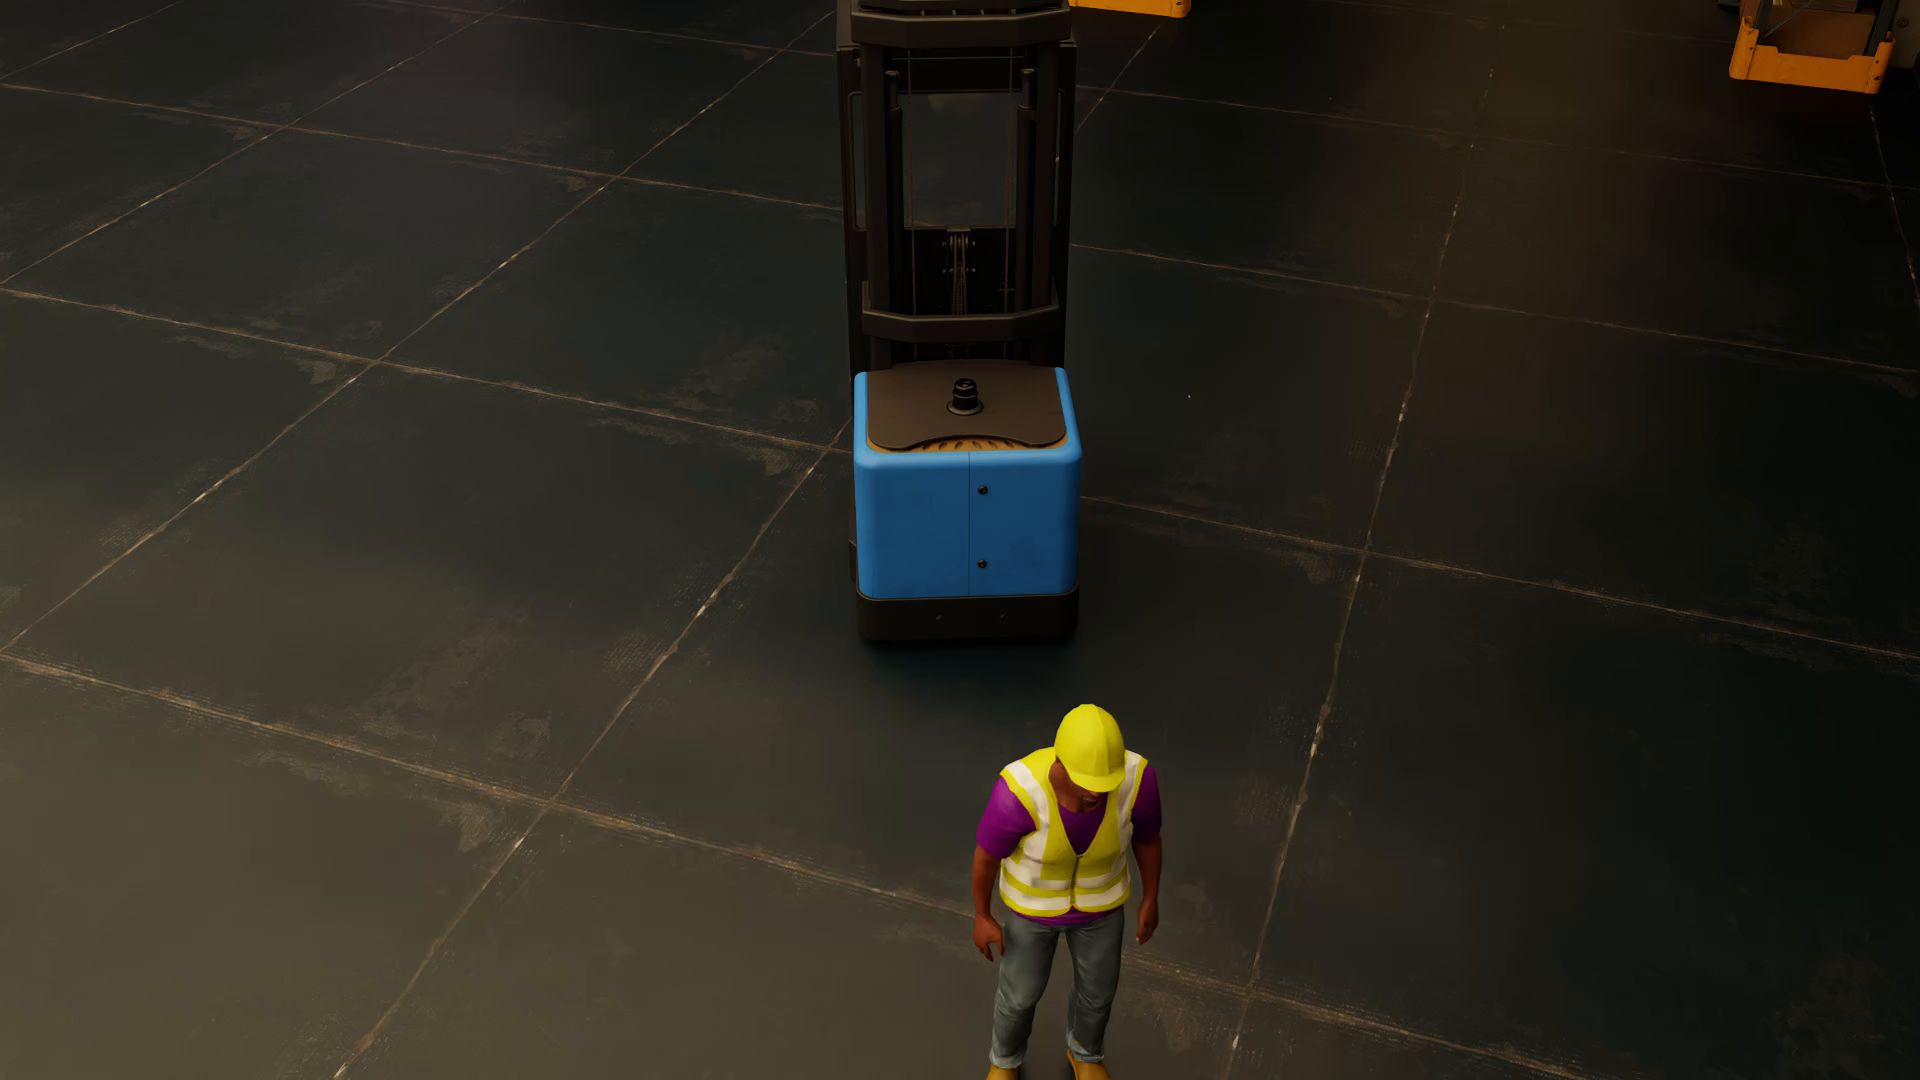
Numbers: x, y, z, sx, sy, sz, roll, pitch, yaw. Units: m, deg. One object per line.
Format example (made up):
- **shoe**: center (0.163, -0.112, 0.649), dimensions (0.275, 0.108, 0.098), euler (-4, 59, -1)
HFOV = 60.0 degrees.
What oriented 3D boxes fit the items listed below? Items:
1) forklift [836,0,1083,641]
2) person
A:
- **forklift**: center (-0.029, -1.547, 8.293), dimensions (1.130, 2.935, 3.031), euler (-2, 35, -2)
- **person**: center (0.352, 1.200, 5.435), dimensions (0.632, 1.759, 0.462), euler (-5, 36, -6)
